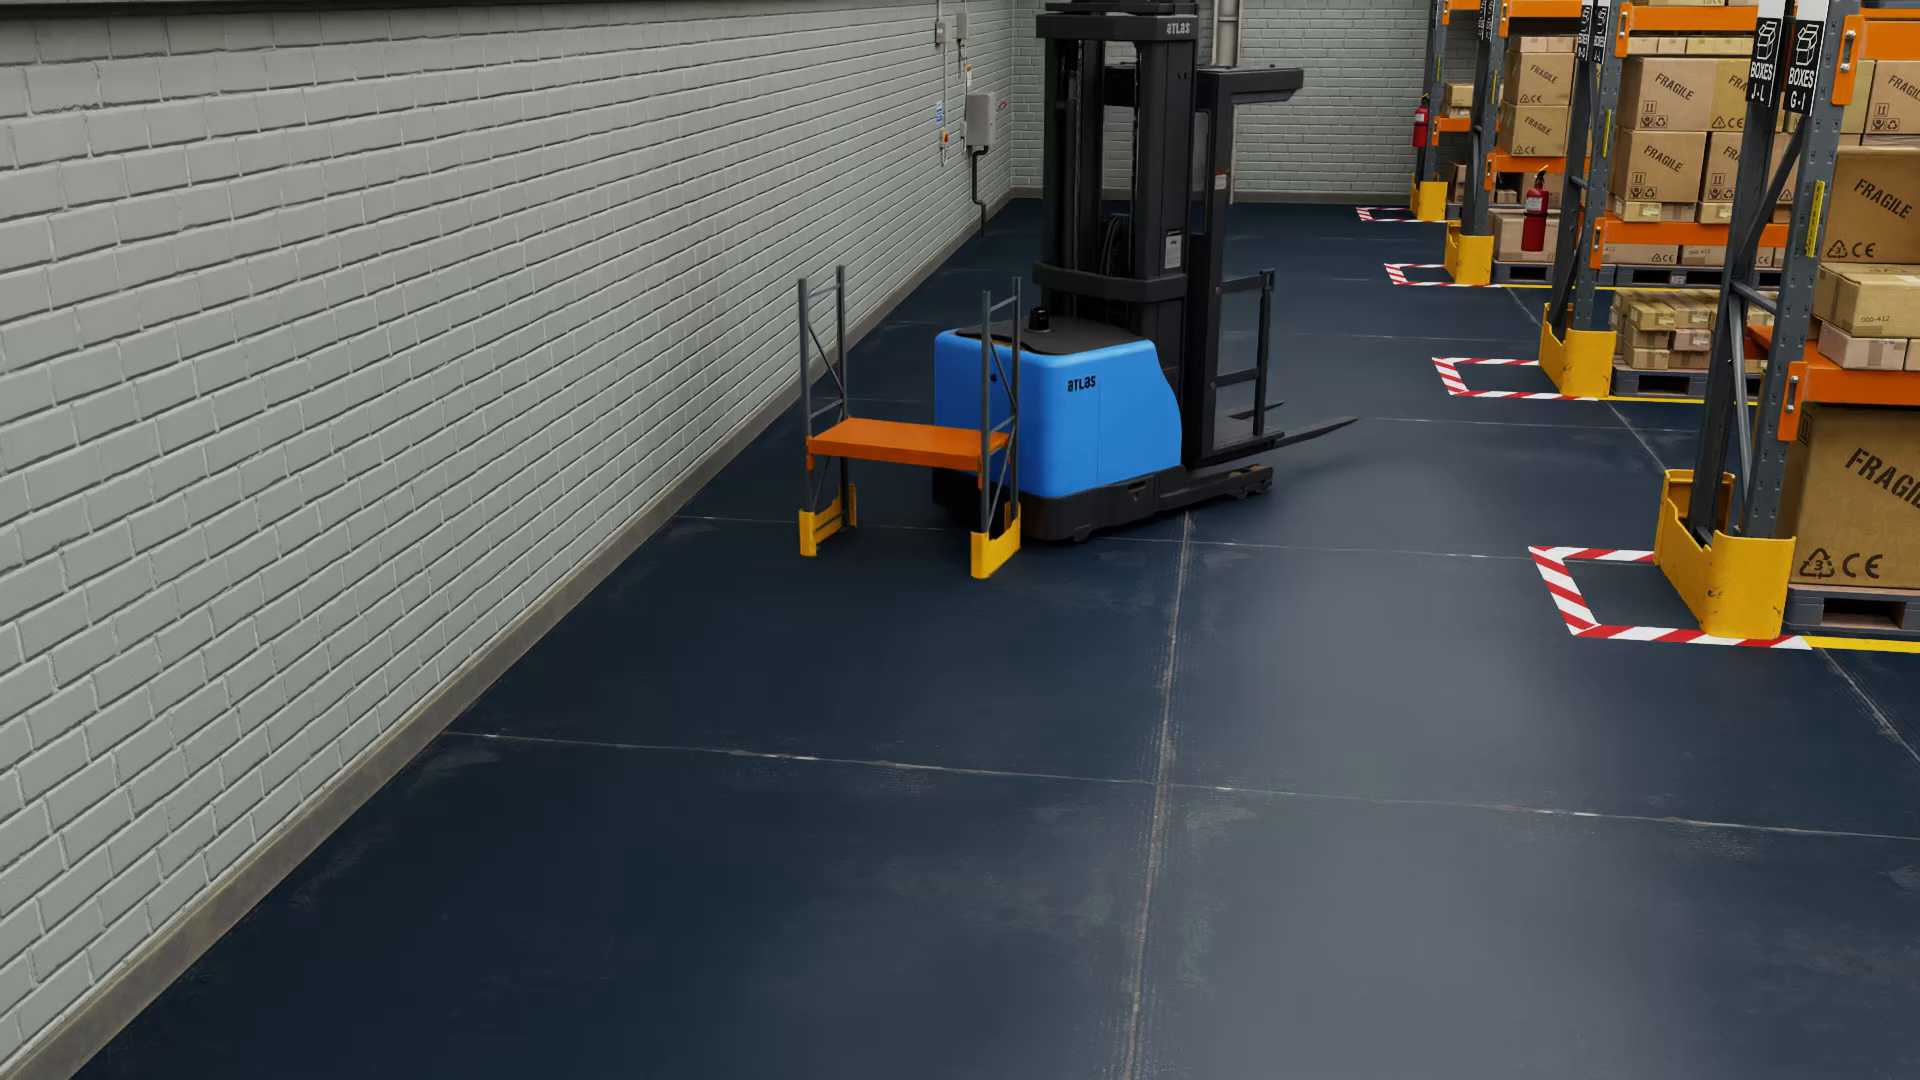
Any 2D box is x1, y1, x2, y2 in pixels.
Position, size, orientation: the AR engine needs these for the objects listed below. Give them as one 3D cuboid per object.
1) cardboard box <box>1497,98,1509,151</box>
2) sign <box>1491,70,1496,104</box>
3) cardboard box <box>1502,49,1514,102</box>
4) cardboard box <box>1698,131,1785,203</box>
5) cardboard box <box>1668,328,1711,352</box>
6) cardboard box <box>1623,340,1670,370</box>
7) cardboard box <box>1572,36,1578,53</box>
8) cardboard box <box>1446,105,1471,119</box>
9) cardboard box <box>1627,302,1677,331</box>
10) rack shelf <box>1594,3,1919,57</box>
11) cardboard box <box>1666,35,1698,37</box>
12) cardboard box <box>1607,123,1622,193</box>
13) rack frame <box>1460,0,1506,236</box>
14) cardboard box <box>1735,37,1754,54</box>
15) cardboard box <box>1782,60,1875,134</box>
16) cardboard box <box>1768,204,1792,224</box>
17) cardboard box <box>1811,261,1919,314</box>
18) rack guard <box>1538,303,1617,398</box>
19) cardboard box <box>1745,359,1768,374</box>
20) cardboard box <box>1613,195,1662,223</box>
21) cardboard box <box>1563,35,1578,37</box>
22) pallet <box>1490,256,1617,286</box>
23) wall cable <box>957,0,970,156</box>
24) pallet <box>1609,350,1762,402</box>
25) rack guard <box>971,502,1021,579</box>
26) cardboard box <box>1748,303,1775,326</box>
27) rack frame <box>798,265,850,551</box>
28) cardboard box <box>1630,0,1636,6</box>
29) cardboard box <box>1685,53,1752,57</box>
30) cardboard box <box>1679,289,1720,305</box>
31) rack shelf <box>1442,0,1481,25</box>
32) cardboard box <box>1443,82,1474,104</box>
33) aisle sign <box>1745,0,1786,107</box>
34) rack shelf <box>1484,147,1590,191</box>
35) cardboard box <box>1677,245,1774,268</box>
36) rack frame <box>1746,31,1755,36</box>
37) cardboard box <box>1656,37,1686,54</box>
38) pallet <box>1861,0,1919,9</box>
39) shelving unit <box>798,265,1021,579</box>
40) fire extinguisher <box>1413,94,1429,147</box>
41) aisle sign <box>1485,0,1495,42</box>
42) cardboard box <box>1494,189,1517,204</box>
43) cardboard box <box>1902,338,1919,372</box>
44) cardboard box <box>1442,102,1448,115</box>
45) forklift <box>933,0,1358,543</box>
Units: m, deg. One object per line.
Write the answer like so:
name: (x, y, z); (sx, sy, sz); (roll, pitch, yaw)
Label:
cardboard box: (5.933, -4.345, 17.403); (0.500, 0.500, 0.500); (3, 19, 9)
sign: (5.321, -4.513, 16.575); (0.005, 0.325, 0.100); (3, 19, 9)
cardboard box: (5.929, -4.810, 17.219); (0.500, 0.500, 0.500); (4, 19, 10)
cardboard box: (5.662, -2.743, 12.147); (0.500, 0.500, 0.500); (3, 19, 9)
cardboard box: (5.468, -1.533, 12.519); (0.250, 0.149, 0.380); (3, 19, 8)
cardboard box: (5.196, -1.403, 12.601); (0.250, 0.149, 0.380); (3, 19, 10)
cardboard box: (6.230, -4.923, 16.534); (0.250, 0.149, 0.380); (4, 19, 10)
cardboard box: (6.480, -5.572, 21.625); (0.250, 0.149, 0.380); (3, 19, 8)
cardboard box: (5.193, -1.679, 12.488); (0.250, 0.149, 0.380); (2, 19, 6)
rack shelf: (6.704, -3.663, 11.931); (4.000, 0.370, 1.077); (3, 19, 9)
cardboard box: (7.326, -5.046, 16.902); (0.250, 0.149, 0.380); (4, 19, 10)
cardboard box: (5.214, -2.929, 12.704); (0.500, 0.500, 0.500); (3, 19, 10)
rack frame: (5.415, -4.239, 17.243); (0.127, 3.000, 1.000); (3, 19, 9)
cardboard box: (7.758, -4.866, 16.364); (0.250, 0.149, 0.380); (3, 19, 7)
cardboard box: (6.140, -3.183, 11.887); (0.500, 0.500, 0.500); (2, 19, 7)
cardboard box: (6.054, -2.423, 12.213); (0.250, 0.149, 0.380); (3, 19, 8)
cardboard box: (4.364, -1.263, 8.117); (0.500, 0.250, 0.500); (3, 19, 8)
rack guard: (4.805, -1.493, 12.979); (0.348, 0.500, 1.175); (3, 19, 9)
cardboard box: (5.949, -1.358, 12.466); (0.250, 0.149, 0.380); (3, 19, 9)
cardboard box: (4.998, -2.445, 12.278); (0.250, 0.149, 0.380); (3, 19, 8)
cardboard box: (6.324, -5.121, 17.124); (0.250, 0.149, 0.380); (3, 19, 8)
pallet: (6.217, -2.900, 17.639); (1.213, 0.211, 1.003); (3, 19, 9)
wall cable: (0.058, -5.442, 19.238); (0.122, 1.984, 0.588); (3, 19, 9)
pallet: (5.601, -1.304, 12.869); (1.213, 0.211, 1.003); (3, 19, 9)
rack guard: (0.195, -0.002, 8.916); (0.087, 0.250, 0.587); (7, 20, 20)
cardboard box: (5.971, -1.664, 12.441); (0.250, 0.149, 0.380); (2, 19, 6)
rack frame: (-0.734, -0.710, 9.061); (0.032, 1.500, 0.500); (7, 20, 20)
cardboard box: (5.221, -4.094, 12.321); (0.500, 0.250, 0.500); (3, 19, 7)
cardboard box: (5.721, -3.375, 12.460); (0.500, 0.500, 0.500); (2, 19, 7)
cardboard box: (5.807, -1.861, 13.031); (0.250, 0.149, 0.380); (3, 19, 7)
rack shelf: (8.173, -6.774, 21.229); (4.000, 0.370, 1.077); (3, 19, 9)
cardboard box: (6.695, -5.924, 22.047); (0.500, 0.250, 0.500); (3, 19, 10)
aisle sign: (3.820, -2.464, 7.844); (0.004, 0.787, 0.394); (3, 19, 9)
rack shelf: (7.390, -3.797, 17.057); (4.000, 0.370, 1.077); (3, 19, 9)
cardboard box: (7.878, -3.131, 17.311); (0.875, 0.438, 0.875); (2, 19, 7)
rack frame: (10.148, -5.592, 21.290); (0.127, 3.000, 1.000); (3, 19, 9)
cardboard box: (7.000, -4.893, 16.444); (0.250, 0.149, 0.380); (3, 19, 9)
pallet: (4.577, -2.480, 7.401); (1.213, 0.211, 1.003); (3, 19, 9)
shelving unit: (-0.269, -0.652, 8.889); (1.083, 1.500, 0.587); (7, 20, 20)
fire extinguisher: (5.980, -5.443, 21.552); (0.183, 0.674, 0.296); (3, 19, 9)
aisle sign: (5.298, -5.384, 16.570); (0.004, 0.787, 0.394); (3, 19, 9)
cardboard box: (7.201, -4.547, 21.996); (0.250, 0.149, 0.380); (2, 19, 6)
cardboard box: (4.395, -0.881, 7.605); (0.250, 0.149, 0.380); (3, 19, 8)
cardboard box: (6.568, -5.742, 22.133); (0.250, 0.149, 0.380); (3, 19, 8)
forklift: (1.280, -1.747, 9.905); (3.031, 2.935, 1.130); (-16, 24, -39)
